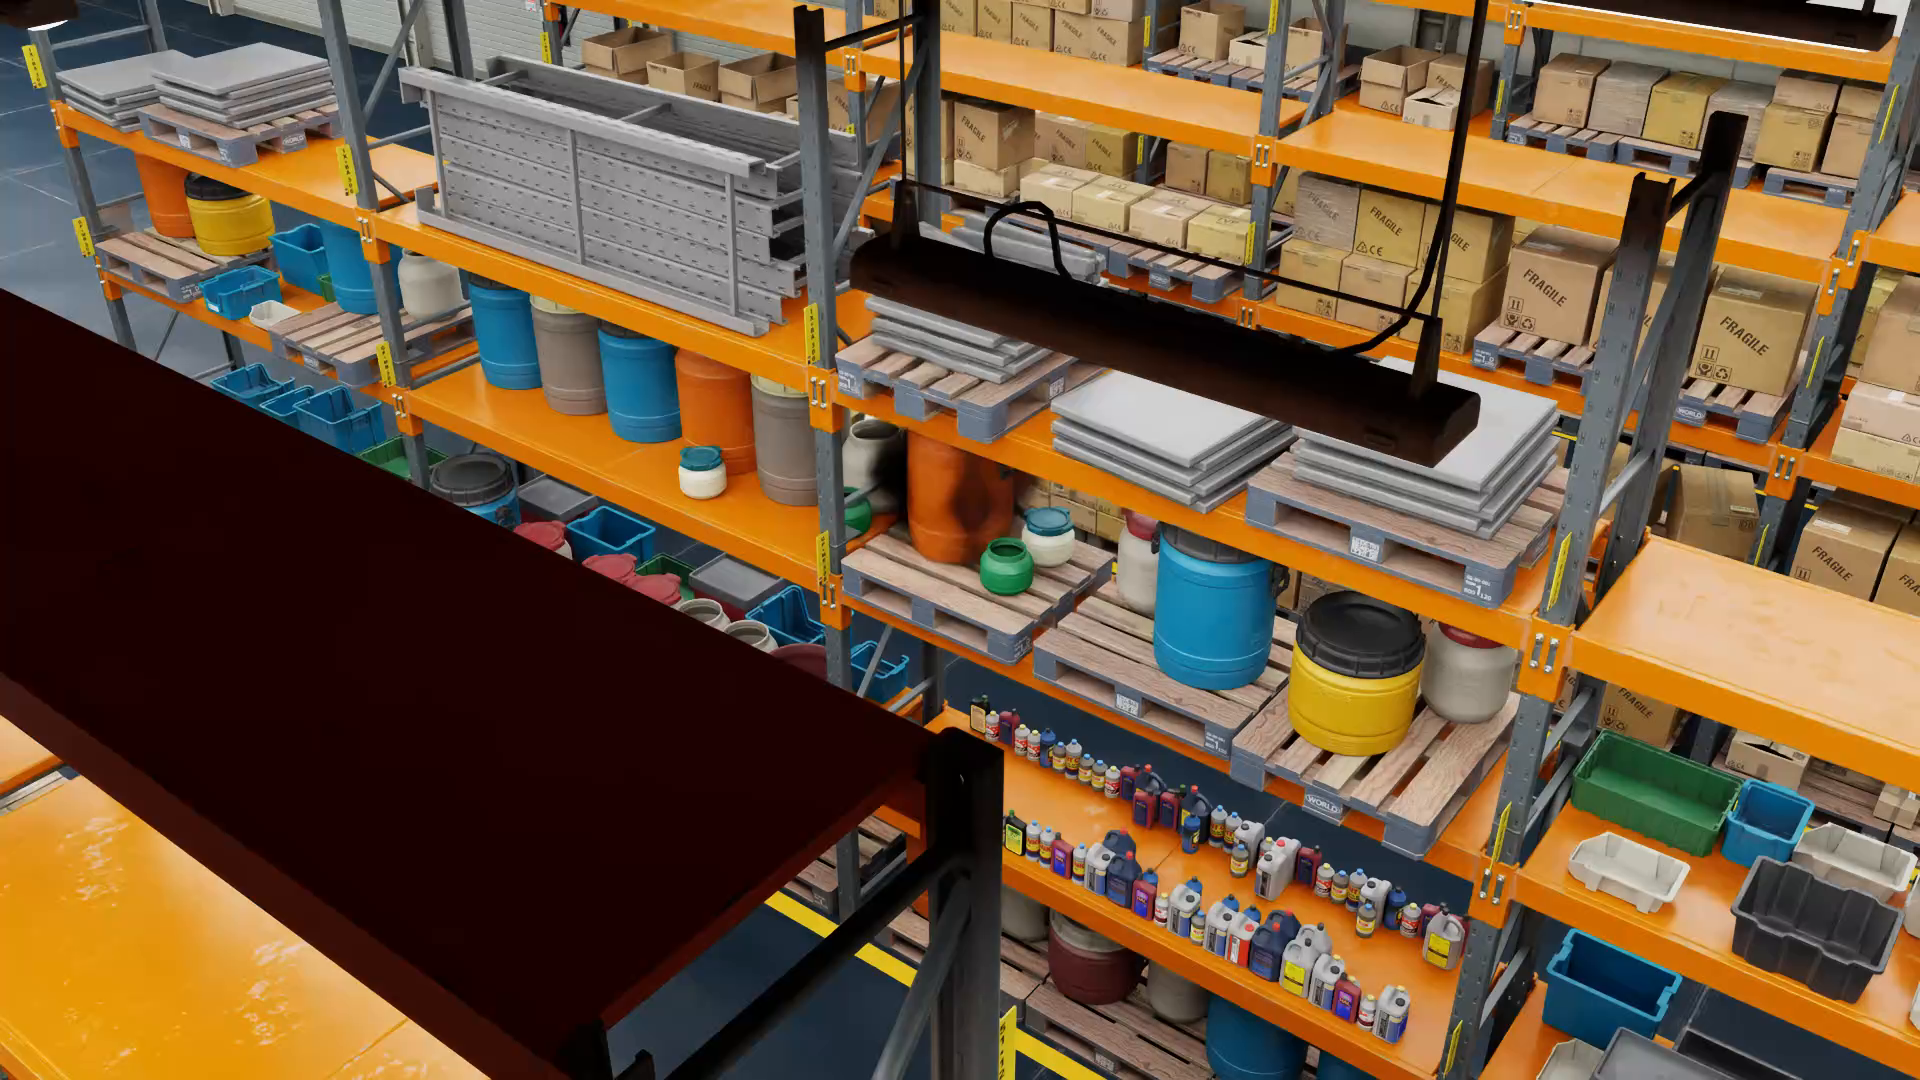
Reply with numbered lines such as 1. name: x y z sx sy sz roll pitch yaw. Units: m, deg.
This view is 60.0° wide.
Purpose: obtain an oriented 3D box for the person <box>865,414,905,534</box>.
1. person: -0.564 -0.689 14.696 0.579 1.756 0.603 -12 33 -19
